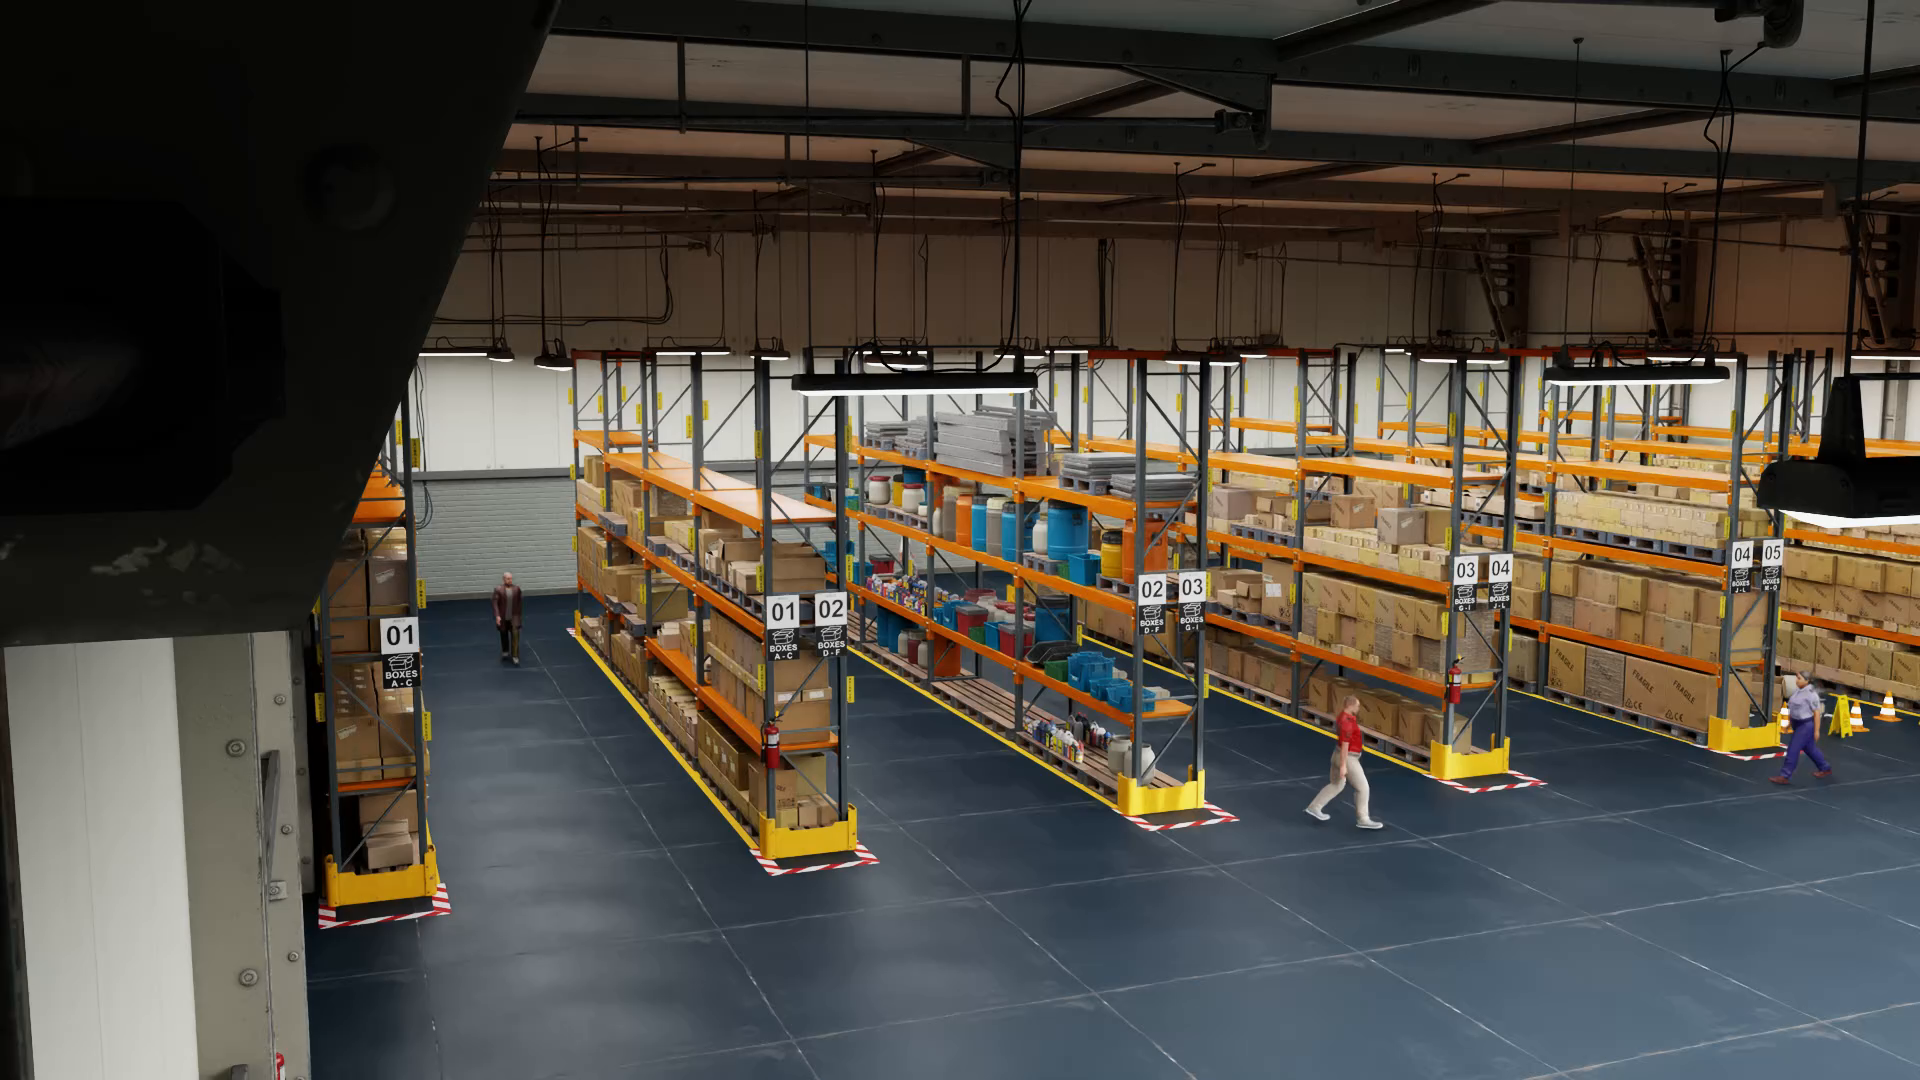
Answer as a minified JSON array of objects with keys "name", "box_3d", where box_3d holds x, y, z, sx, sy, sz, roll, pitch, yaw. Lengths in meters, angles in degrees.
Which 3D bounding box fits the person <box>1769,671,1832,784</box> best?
[{"name":"person","box_3d":[11.889,2.626,23.432,1.042,1.592,0.489,-1,7,-5]}]

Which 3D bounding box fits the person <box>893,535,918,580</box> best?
[{"name":"person","box_3d":[-1.346,0.490,41.876,0.912,1.267,0.407,1,7,7]}]

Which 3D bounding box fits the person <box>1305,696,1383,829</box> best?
[{"name":"person","box_3d":[4.957,2.836,21.412,0.897,1.685,0.548,0,7,-2]}]

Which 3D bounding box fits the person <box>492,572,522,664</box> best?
[{"name":"person","box_3d":[-8.704,1.479,31.991,0.575,1.713,1.141,-2,7,-18]}]
